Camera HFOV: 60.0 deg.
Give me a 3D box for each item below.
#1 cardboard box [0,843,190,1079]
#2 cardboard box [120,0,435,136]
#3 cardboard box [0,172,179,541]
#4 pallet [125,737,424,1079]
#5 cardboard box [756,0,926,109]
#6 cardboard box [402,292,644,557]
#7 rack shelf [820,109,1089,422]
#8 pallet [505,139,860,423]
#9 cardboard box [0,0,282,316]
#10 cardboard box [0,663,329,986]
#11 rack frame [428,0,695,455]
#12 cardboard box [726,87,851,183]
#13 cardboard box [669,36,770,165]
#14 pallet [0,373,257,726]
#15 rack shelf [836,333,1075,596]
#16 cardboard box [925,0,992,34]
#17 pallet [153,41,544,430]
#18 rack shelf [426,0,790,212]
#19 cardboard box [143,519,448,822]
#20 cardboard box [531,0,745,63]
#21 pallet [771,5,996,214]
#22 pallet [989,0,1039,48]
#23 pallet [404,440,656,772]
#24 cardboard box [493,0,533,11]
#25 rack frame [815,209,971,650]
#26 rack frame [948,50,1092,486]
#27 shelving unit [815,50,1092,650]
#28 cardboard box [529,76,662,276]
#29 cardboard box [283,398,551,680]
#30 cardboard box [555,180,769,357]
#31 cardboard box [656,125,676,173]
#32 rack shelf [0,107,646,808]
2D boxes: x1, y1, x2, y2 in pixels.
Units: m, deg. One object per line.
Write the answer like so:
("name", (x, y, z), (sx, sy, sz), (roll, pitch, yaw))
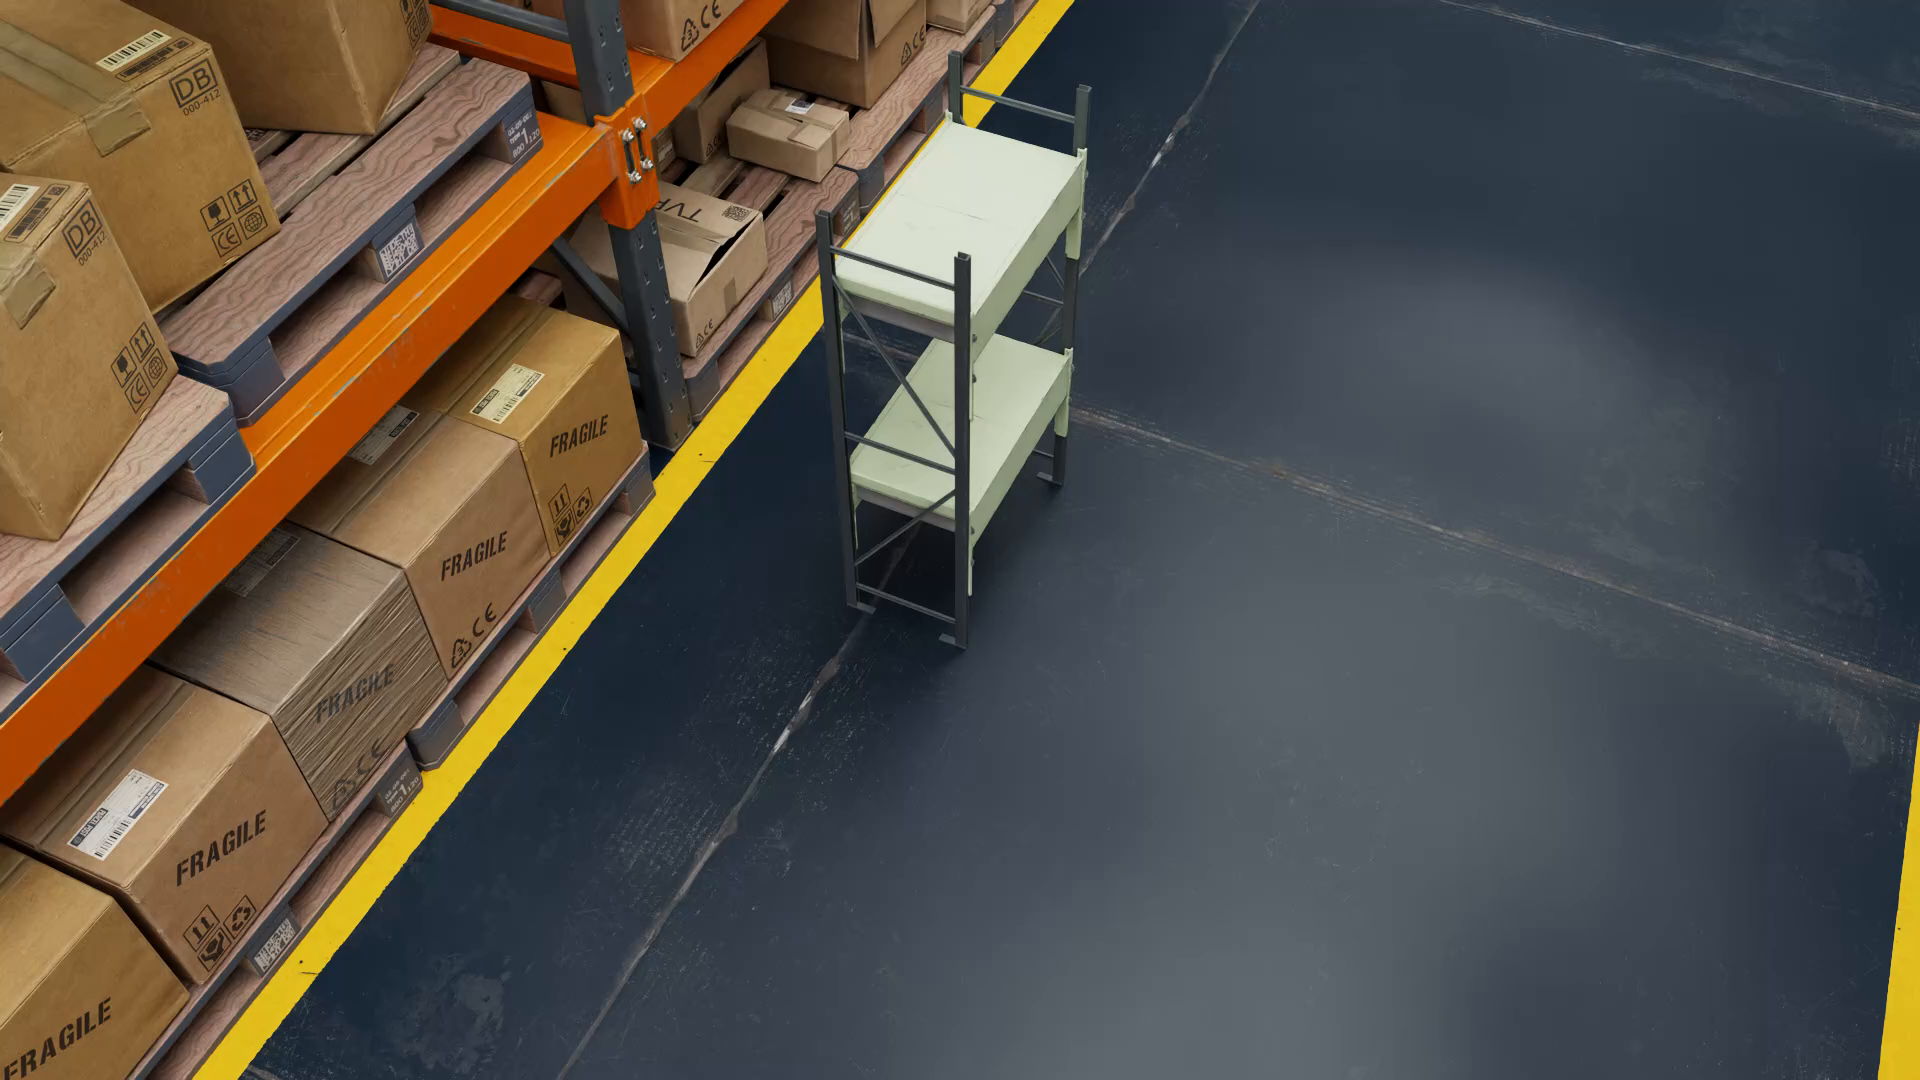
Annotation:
("cardboard box", (-2.185, 1.036, 3.751), (0.500, 0.500, 0.500), (19, 52, 16))
("cardboard box", (-1.771, -1.374, 4.108), (0.700, 0.500, 0.500), (4, 50, 4))
("cardboard box", (-2.066, -0.391, 3.272), (0.700, 0.500, 0.500), (8, 50, 7))
("pallet", (-2.200, 0.860, 4.380), (1.003, 0.211, 1.213), (20, 52, 16))
("cardboard box", (-0.569, -2.088, 6.408), (0.797, 0.503, 0.637), (20, 52, 16))
("cardboard box", (-1.318, -0.359, 4.938), (0.500, 0.500, 0.500), (20, 52, 16))
("rack shelf", (-0.003, -0.734, 4.378), (0.431, 0.370, 0.720), (20, 52, 16))
("pallet", (-1.072, -1.028, 5.986), (1.003, 0.211, 1.213), (20, 52, 16))
("cardboard box", (-2.008, -0.880, 3.688), (0.700, 0.500, 0.500), (28, 55, 22))
("cardboard box", (-1.967, 0.675, 4.058), (0.500, 0.500, 0.500), (18, 52, 15))
("rack frame", (-1.367, -1.459, 4.522), (1.000, 3.000, 0.127), (20, 52, 16))
("cardboard box", (-0.631, -1.501, 6.129), (0.380, 0.166, 0.250), (20, 52, 16))
("cardboard box", (-1.059, -1.731, 6.230), (0.500, 0.311, 0.500), (20, 52, 16))
("pallet", (-2.249, 0.017, 3.392), (1.003, 0.211, 1.213), (20, 52, 16))
("rack shelf", (-0.003, -0.270, 4.923), (0.431, 0.370, 0.720), (20, 52, 16))
("cardboard box", (-0.100, -2.366, 6.810), (0.500, 0.250, 0.500), (20, 52, 16))
("pallet", (-1.807, -0.882, 4.157), (1.003, 0.211, 1.213), (20, 52, 16))
("rack shelf", (-0.512, -2.603, 5.968), (1.077, 0.370, 4.000), (20, 52, 16))
("cardboard box", (-1.752, 0.324, 4.357), (0.500, 0.500, 0.500), (20, 53, 17))
("cardboard box", (-0.902, -1.754, 4.707), (0.500, 0.500, 0.500), (21, 53, 17))
("pallet", (-0.552, -1.871, 6.704), (1.003, 0.211, 1.213), (20, 52, 16))
("pallet", (-0.030, -2.708, 7.416), (1.003, 0.211, 1.213), (20, 52, 16))
("pallet", (-1.680, 0.017, 5.097), (1.003, 0.211, 1.213), (20, 52, 16))
("cardboard box", (-1.385, -1.919, 4.848), (0.500, 0.500, 0.500), (21, 53, 17))
("rack frame", (-0.159, -0.229, 4.460), (0.400, 1.500, 0.023), (20, 52, 16))
("rack frame", (0.154, -0.733, 4.889), (0.400, 1.500, 0.023), (20, 52, 16))
("shelving unit", (-0.003, -0.481, 4.675), (0.431, 1.500, 0.755), (20, 52, 16))
("cardboard box", (-1.380, -1.276, 5.719), (0.500, 0.500, 0.500), (20, 52, 16))
("cardboard box", (-1.537, -0.021, 4.651), (0.500, 0.500, 0.500), (20, 52, 16))
("cardboard box", (-0.992, -0.949, 5.565), (0.500, 0.311, 0.500), (20, 52, 16))
("cardboard box", (-1.274, -1.440, 6.089), (0.380, 0.149, 0.250), (20, 52, 16))
("rack shelf", (-2.221, 0.151, 3.624), (1.077, 0.370, 4.000), (20, 52, 16))
